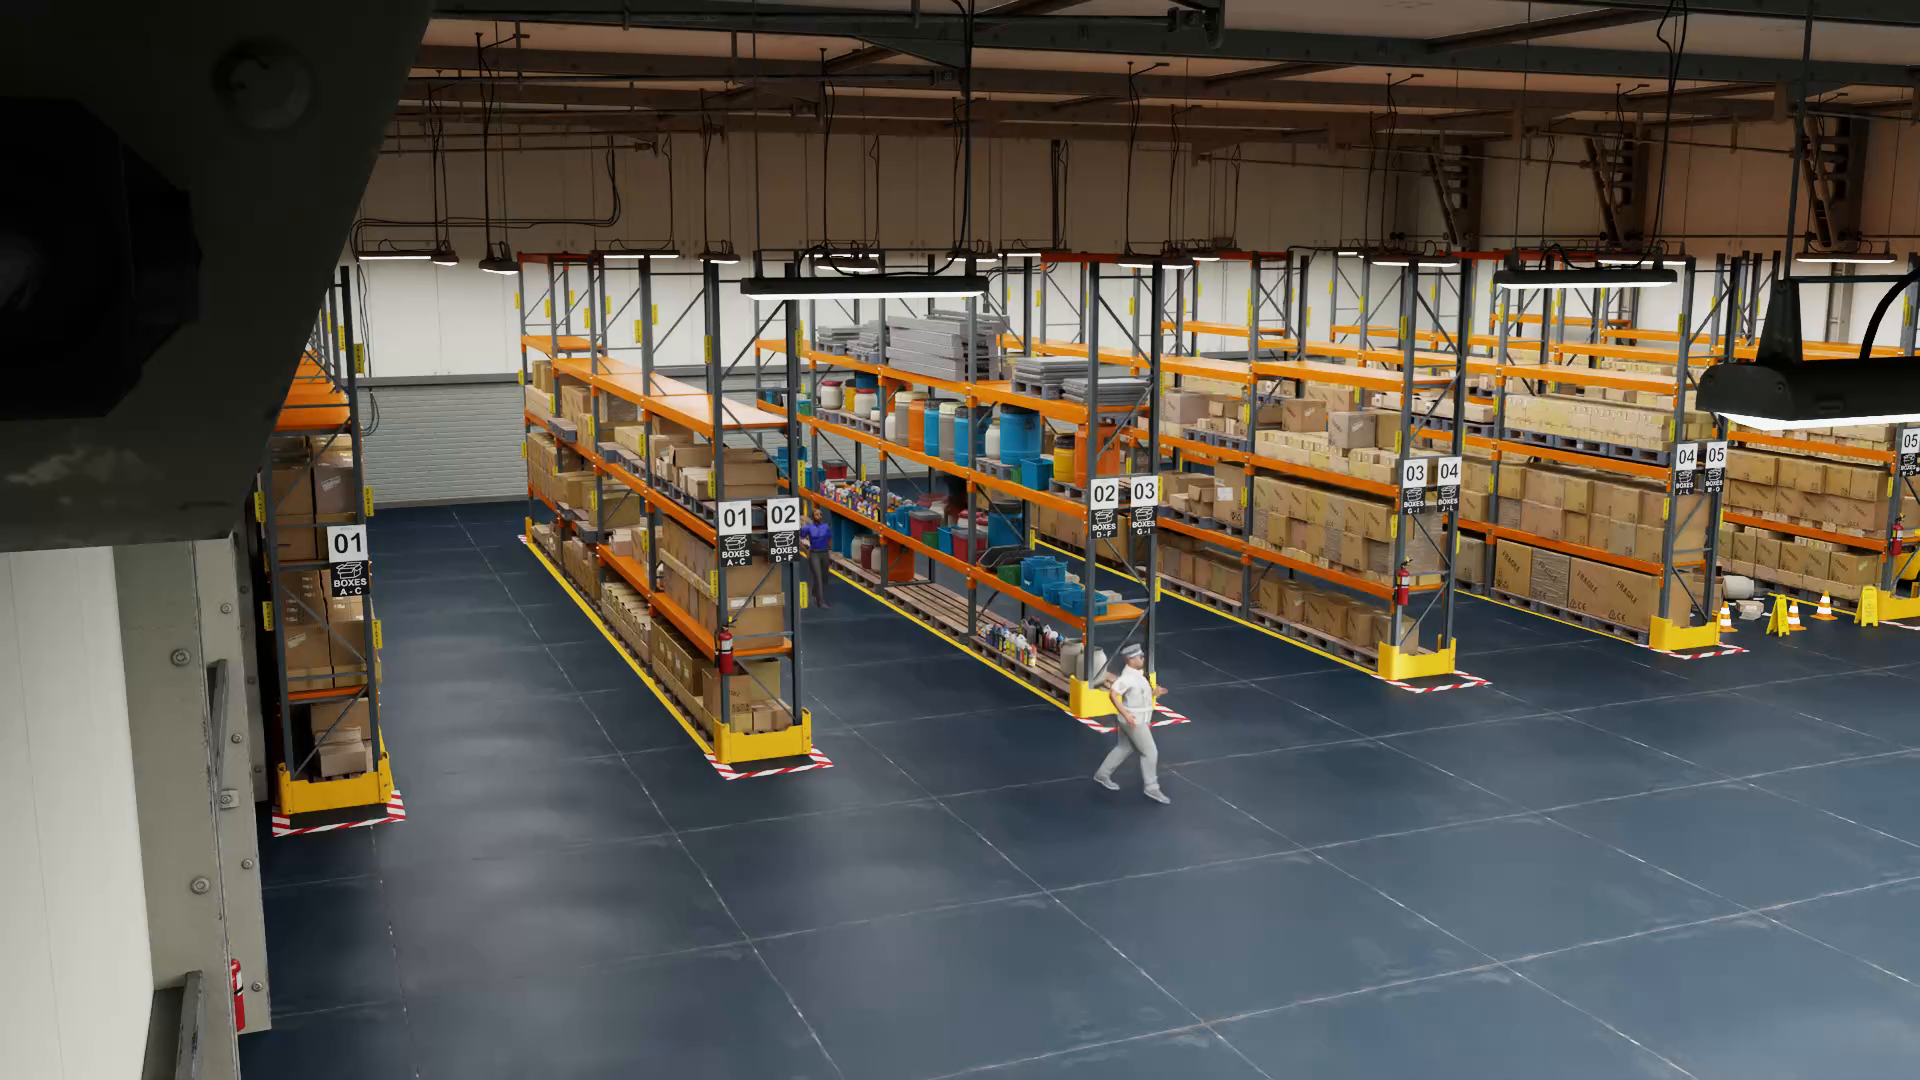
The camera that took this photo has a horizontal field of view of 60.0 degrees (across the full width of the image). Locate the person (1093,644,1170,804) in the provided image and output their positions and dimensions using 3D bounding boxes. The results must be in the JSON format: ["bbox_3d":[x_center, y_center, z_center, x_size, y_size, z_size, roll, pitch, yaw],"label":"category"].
[{"bbox_3d":[1.953,2.060,18.818,0.882,1.826,0.648,1,10,4],"label":"person"}]

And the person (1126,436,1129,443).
[{"bbox_3d":[3.911,-1.593,38.962,0.666,1.757,0.858,-2,11,-13],"label":"person"}]

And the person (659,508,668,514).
[{"bbox_3d":[-5.734,-0.503,33.226,0.620,1.667,0.506,-6,12,-31],"label":"person"}]

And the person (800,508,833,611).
[{"bbox_3d":[-2.332,0.299,27.280,0.588,1.649,0.770,-6,12,-30],"label":"person"}]
